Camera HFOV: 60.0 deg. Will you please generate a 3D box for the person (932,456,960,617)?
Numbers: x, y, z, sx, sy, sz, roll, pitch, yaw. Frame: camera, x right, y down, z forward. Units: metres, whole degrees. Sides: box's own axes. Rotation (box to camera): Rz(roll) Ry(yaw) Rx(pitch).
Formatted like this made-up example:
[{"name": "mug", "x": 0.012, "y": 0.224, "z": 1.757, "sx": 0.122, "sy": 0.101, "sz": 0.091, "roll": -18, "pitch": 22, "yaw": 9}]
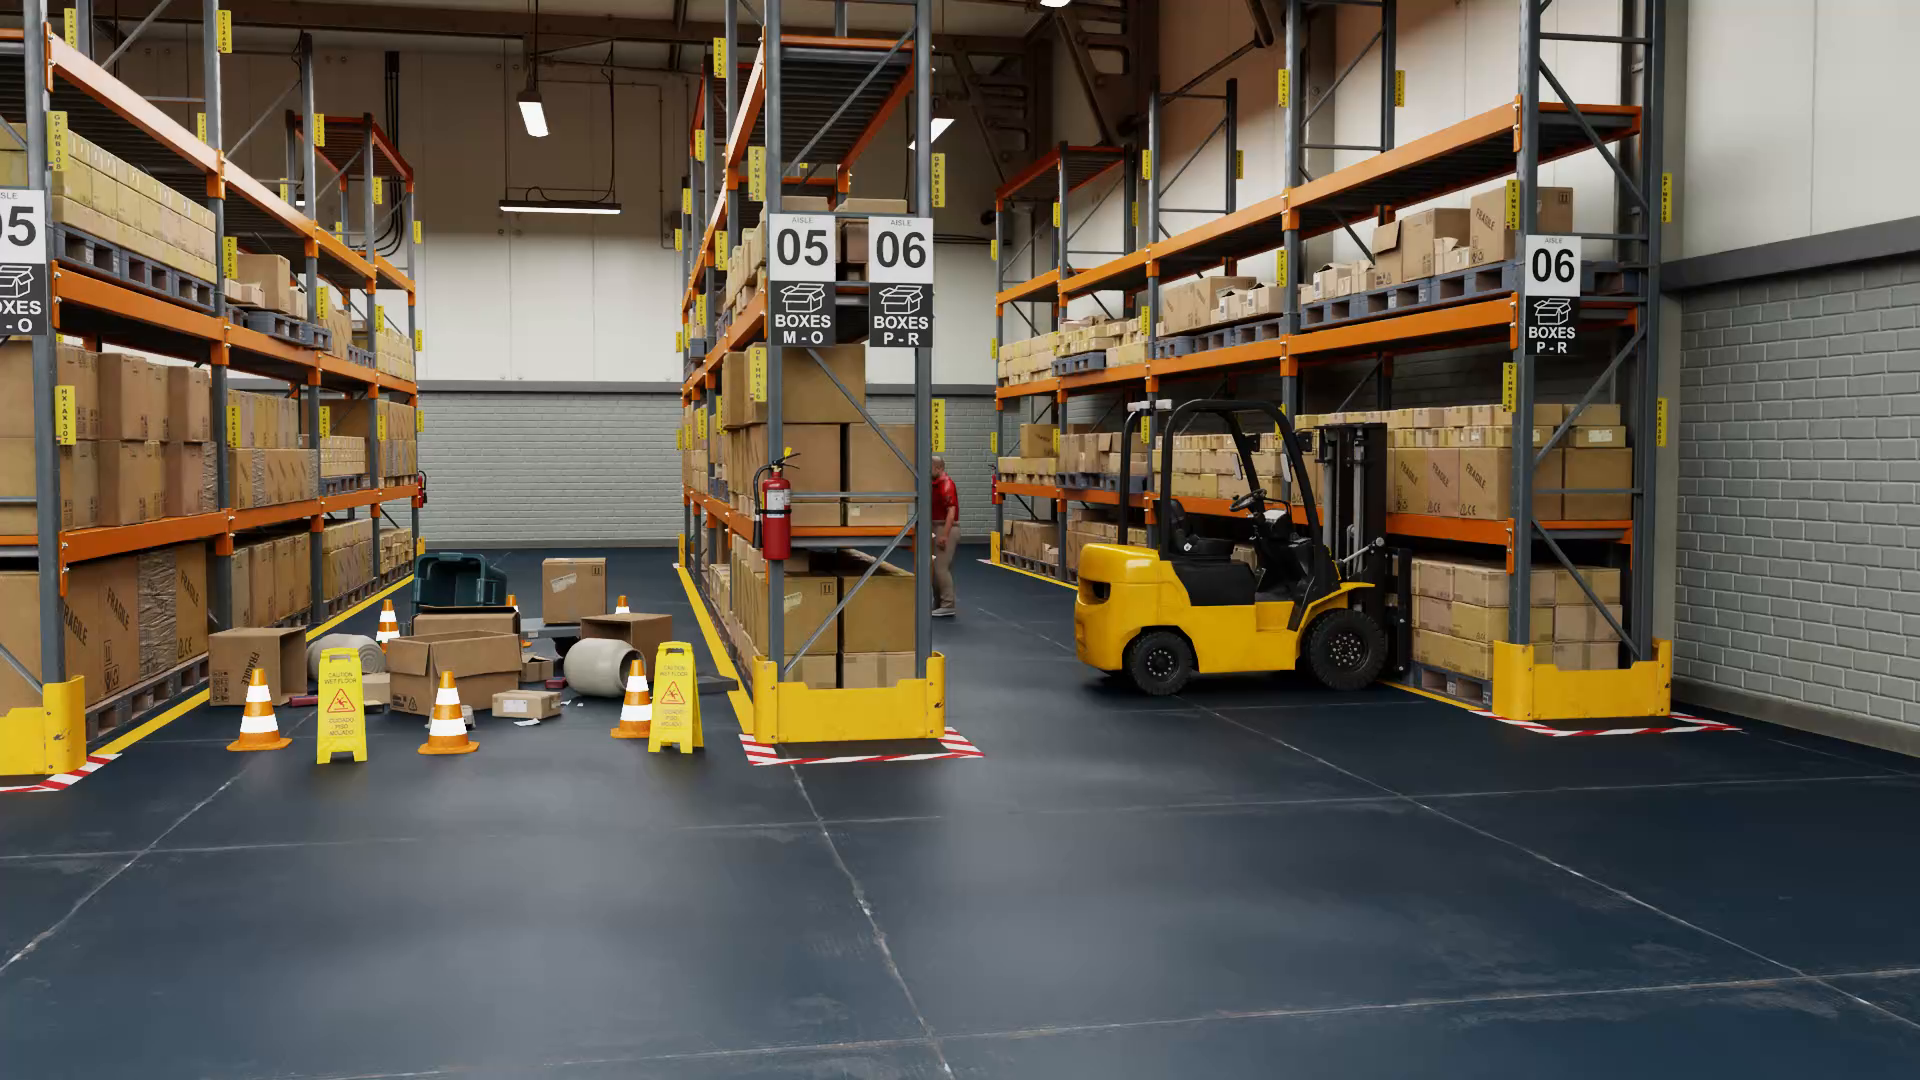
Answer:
[{"name": "person", "x": -0.210, "y": -0.045, "z": 18.085, "sx": 0.390, "sy": 1.726, "sz": 0.588, "roll": -1, "pitch": 3, "yaw": -14}]
